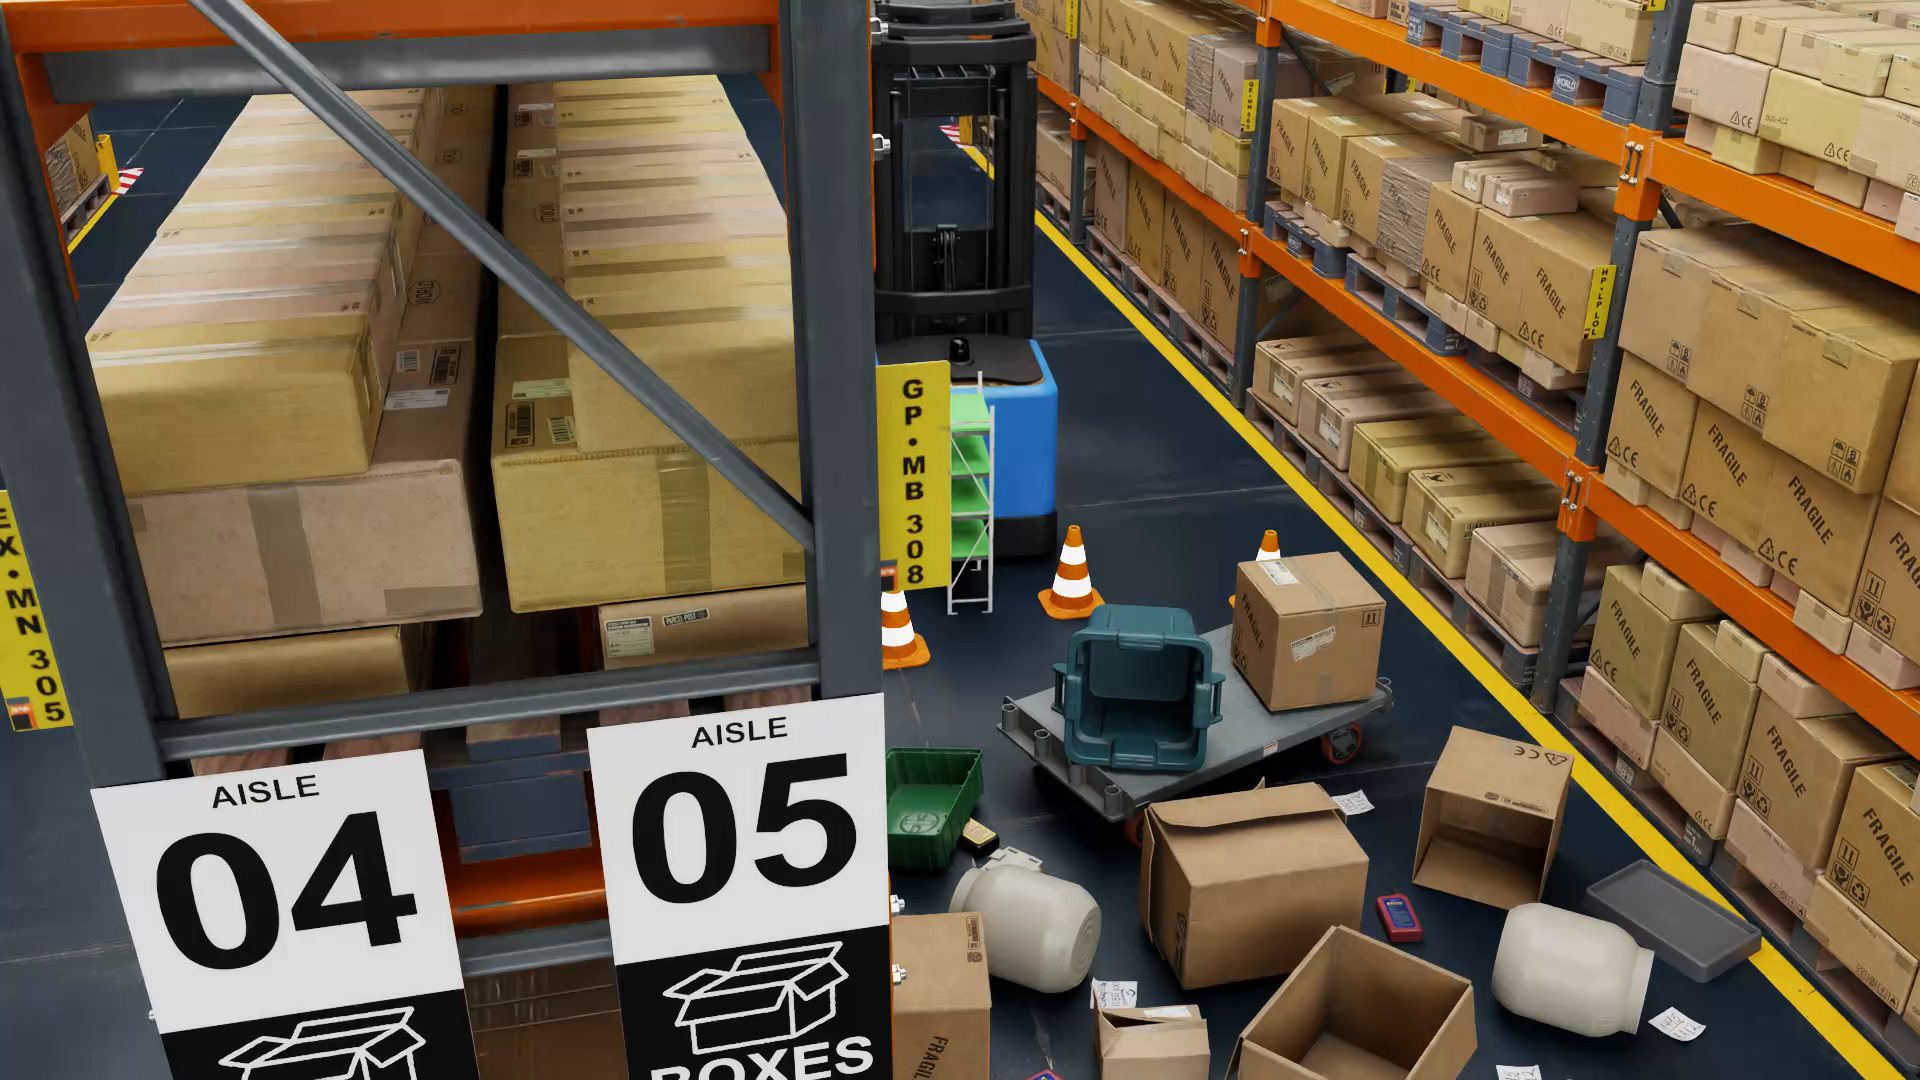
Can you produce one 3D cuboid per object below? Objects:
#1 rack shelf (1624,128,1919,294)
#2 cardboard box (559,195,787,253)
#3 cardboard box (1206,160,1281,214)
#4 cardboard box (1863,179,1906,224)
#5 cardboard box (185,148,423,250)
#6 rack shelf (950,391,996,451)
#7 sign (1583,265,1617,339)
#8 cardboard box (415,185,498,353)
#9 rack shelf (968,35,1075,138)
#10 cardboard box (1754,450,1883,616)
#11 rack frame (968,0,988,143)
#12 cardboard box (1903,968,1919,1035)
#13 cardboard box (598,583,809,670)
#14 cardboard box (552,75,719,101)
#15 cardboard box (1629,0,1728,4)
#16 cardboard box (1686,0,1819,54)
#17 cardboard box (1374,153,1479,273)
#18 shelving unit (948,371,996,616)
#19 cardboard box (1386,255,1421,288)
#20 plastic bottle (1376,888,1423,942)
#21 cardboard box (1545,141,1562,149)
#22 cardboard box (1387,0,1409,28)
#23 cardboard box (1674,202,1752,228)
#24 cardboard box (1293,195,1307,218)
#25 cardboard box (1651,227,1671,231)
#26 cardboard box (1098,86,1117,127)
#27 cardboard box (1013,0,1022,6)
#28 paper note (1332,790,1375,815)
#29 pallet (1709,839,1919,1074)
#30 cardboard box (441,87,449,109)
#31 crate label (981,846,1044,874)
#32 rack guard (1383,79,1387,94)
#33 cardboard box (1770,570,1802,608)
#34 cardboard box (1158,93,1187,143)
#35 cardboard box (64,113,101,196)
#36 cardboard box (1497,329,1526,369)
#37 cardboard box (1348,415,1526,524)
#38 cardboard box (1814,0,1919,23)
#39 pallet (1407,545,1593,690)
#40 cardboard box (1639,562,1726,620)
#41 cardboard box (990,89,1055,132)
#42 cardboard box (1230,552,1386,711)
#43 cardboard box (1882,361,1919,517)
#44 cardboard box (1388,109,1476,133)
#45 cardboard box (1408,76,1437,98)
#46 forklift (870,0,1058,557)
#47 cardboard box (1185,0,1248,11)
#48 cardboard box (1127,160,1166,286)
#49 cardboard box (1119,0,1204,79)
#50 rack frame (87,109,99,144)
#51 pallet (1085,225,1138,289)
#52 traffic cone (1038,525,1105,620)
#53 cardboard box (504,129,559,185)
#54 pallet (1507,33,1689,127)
[{"bbox_3d":[3.745,-0.704,5.285,1.077,0.370,4.000,-6,27,-12],"label":"rack shelf"},{"bbox_3d":[-0.483,-0.477,2.854,0.380,0.149,0.250,-6,27,-12],"label":"cardboard box"},{"bbox_3d":[2.026,-2.449,11.439,0.500,0.250,0.500,-7,28,-13],"label":"cardboard box"},{"bbox_3d":[3.361,-1.179,5.706,0.380,0.149,0.250,-7,28,-13],"label":"cardboard box"},{"bbox_3d":[-1.238,-0.635,3.167,0.380,0.149,0.250,-6,27,-11],"label":"cardboard box"},{"bbox_3d":[0.026,-0.618,8.720,0.258,0.148,0.480,-3,27,-6],"label":"rack shelf"},{"bbox_3d":[2.755,-1.023,7.163,0.100,0.325,0.005,-6,27,-12],"label":"sign"},{"bbox_3d":[-1.211,-0.525,3.391,0.500,0.250,0.500,-6,27,-12],"label":"cardboard box"},{"bbox_3d":[1.041,-4.633,16.398,1.077,0.370,4.000,-6,27,-12],"label":"rack shelf"},{"bbox_3d":[3.358,-0.080,6.139,0.500,0.500,0.500,-6,27,-12],"label":"cardboard box"},{"bbox_3d":[0.590,-5.832,17.975,1.000,3.000,0.127,-6,27,-12],"label":"rack frame"},{"bbox_3d":[3.643,1.676,5.685,0.500,0.250,0.500,-6,27,-11],"label":"cardboard box"},{"bbox_3d":[-0.369,0.097,2.602,0.380,0.149,0.250,-6,27,-11],"label":"cardboard box"},{"bbox_3d":[-0.770,-1.037,3.964,0.380,0.149,0.250,-6,27,-11],"label":"cardboard box"},{"bbox_3d":[3.040,-2.488,7.167,0.500,0.250,0.500,-5,27,-10],"label":"cardboard box"},{"bbox_3d":[3.048,-1.975,6.400,0.380,0.149,0.250,-6,27,-13],"label":"cardboard box"},{"bbox_3d":[2.625,-1.783,9.046,0.500,0.500,0.500,-7,28,-14],"label":"cardboard box"},{"bbox_3d":[0.026,-0.247,8.907,0.258,1.200,0.503,-3,27,-6],"label":"shelving unit"},{"bbox_3d":[2.602,-1.519,9.244,0.380,0.149,0.250,-5,27,-10],"label":"cardboard box"},{"bbox_3d":[1.758,1.505,6.701,0.133,0.061,0.283,-1,27,-3],"label":"plastic bottle"},{"bbox_3d":[5.835,-3.920,16.756,0.396,0.266,0.258,-5,27,-10],"label":"cardboard box"},{"bbox_3d":[2.765,-3.038,8.997,0.797,0.503,0.637,-6,27,-12],"label":"cardboard box"},{"bbox_3d":[3.533,-1.461,7.688,0.380,0.149,0.250,-6,27,-12],"label":"cardboard box"},{"bbox_3d":[2.316,-2.106,10.407,0.380,0.149,0.250,-8,28,-15],"label":"cardboard box"},{"bbox_3d":[3.468,-1.164,7.820,0.500,0.500,0.500,-5,27,-10],"label":"cardboard box"},{"bbox_3d":[1.452,-3.562,13.645,0.500,0.250,0.500,-7,28,-13],"label":"cardboard box"},{"bbox_3d":[0.781,-5.413,15.925,0.500,0.500,0.500,-6,27,-11],"label":"cardboard box"},{"bbox_3d":[1.752,1.167,7.403,0.148,0.019,0.142,-6,27,-12],"label":"paper note"},{"bbox_3d":[3.759,1.509,6.526,1.003,0.211,1.213,-6,27,-12],"label":"pallet"},{"bbox_3d":[-1.523,-1.190,4.267,0.380,0.149,0.250,-6,27,-11],"label":"cardboard box"},{"bbox_3d":[0.206,1.392,6.840,0.250,0.136,0.298,19,32,32],"label":"crate label"},{"bbox_3d":[5.442,-5.188,19.474,1.175,0.500,0.348,-6,27,-12],"label":"rack guard"},{"bbox_3d":[3.362,0.164,6.374,0.380,0.149,0.250,-6,27,-12],"label":"cardboard box"},{"bbox_3d":[1.782,-3.110,12.195,0.500,0.250,0.500,-7,28,-13],"label":"cardboard box"},{"bbox_3d":[-8.843,-3.792,15.825,0.875,0.875,0.875,-6,27,-12],"label":"cardboard box"},{"bbox_3d":[2.867,-0.955,8.125,0.380,0.149,0.250,-7,28,-13],"label":"cardboard box"},{"bbox_3d":[2.850,-0.429,9.720,0.950,0.372,0.625,-5,27,-10],"label":"cardboard box"},{"bbox_3d":[3.579,-2.030,6.508,0.380,0.149,0.250,-5,27,-11],"label":"cardboard box"},{"bbox_3d":[3.118,0.339,8.843,1.003,0.211,1.213,-6,27,-12],"label":"pallet"},{"bbox_3d":[3.134,0.199,7.060,0.380,0.149,0.250,-6,27,-11],"label":"cardboard box"},{"bbox_3d":[0.836,-4.596,17.904,0.875,0.438,0.875,-7,28,-13],"label":"cardboard box"},{"bbox_3d":[1.567,0.408,7.547,0.500,0.500,0.500,-6,27,-12],"label":"cardboard box"},{"bbox_3d":[3.569,-0.303,5.471,0.700,0.500,0.500,-6,27,-12],"label":"cardboard box"},{"bbox_3d":[2.894,-2.288,10.046,0.500,0.500,0.500,-6,27,-12],"label":"cardboard box"},{"bbox_3d":[5.471,-5.132,18.894,0.797,0.503,0.637,-7,28,-14],"label":"cardboard box"},{"bbox_3d":[-0.131,-1.819,10.101,1.130,2.935,3.031,-3,27,-6],"label":"forklift"},{"bbox_3d":[2.056,-3.945,13.017,0.500,0.500,0.500,-5,27,-10],"label":"cardboard box"},{"bbox_3d":[1.920,-2.655,13.573,0.875,0.875,0.875,-5,27,-10],"label":"cardboard box"},{"bbox_3d":[1.563,-3.904,12.934,0.500,0.500,0.500,-7,28,-13],"label":"cardboard box"},{"bbox_3d":[-9.065,-4.826,15.982,1.000,3.000,0.127,-6,27,-12],"label":"rack frame"},{"bbox_3d":[1.739,-2.500,14.469,1.003,0.211,1.213,-6,27,-12],"label":"pallet"},{"bbox_3d":[0.611,0.141,8.958,0.336,0.463,0.334,-6,27,-12],"label":"traffic cone"},{"bbox_3d":[-0.805,-0.800,3.937,0.500,0.250,0.500,-6,27,-12],"label":"cardboard box"},{"bbox_3d":[3.259,-2.101,7.463,1.213,0.211,1.003,-6,27,-12],"label":"pallet"}]
